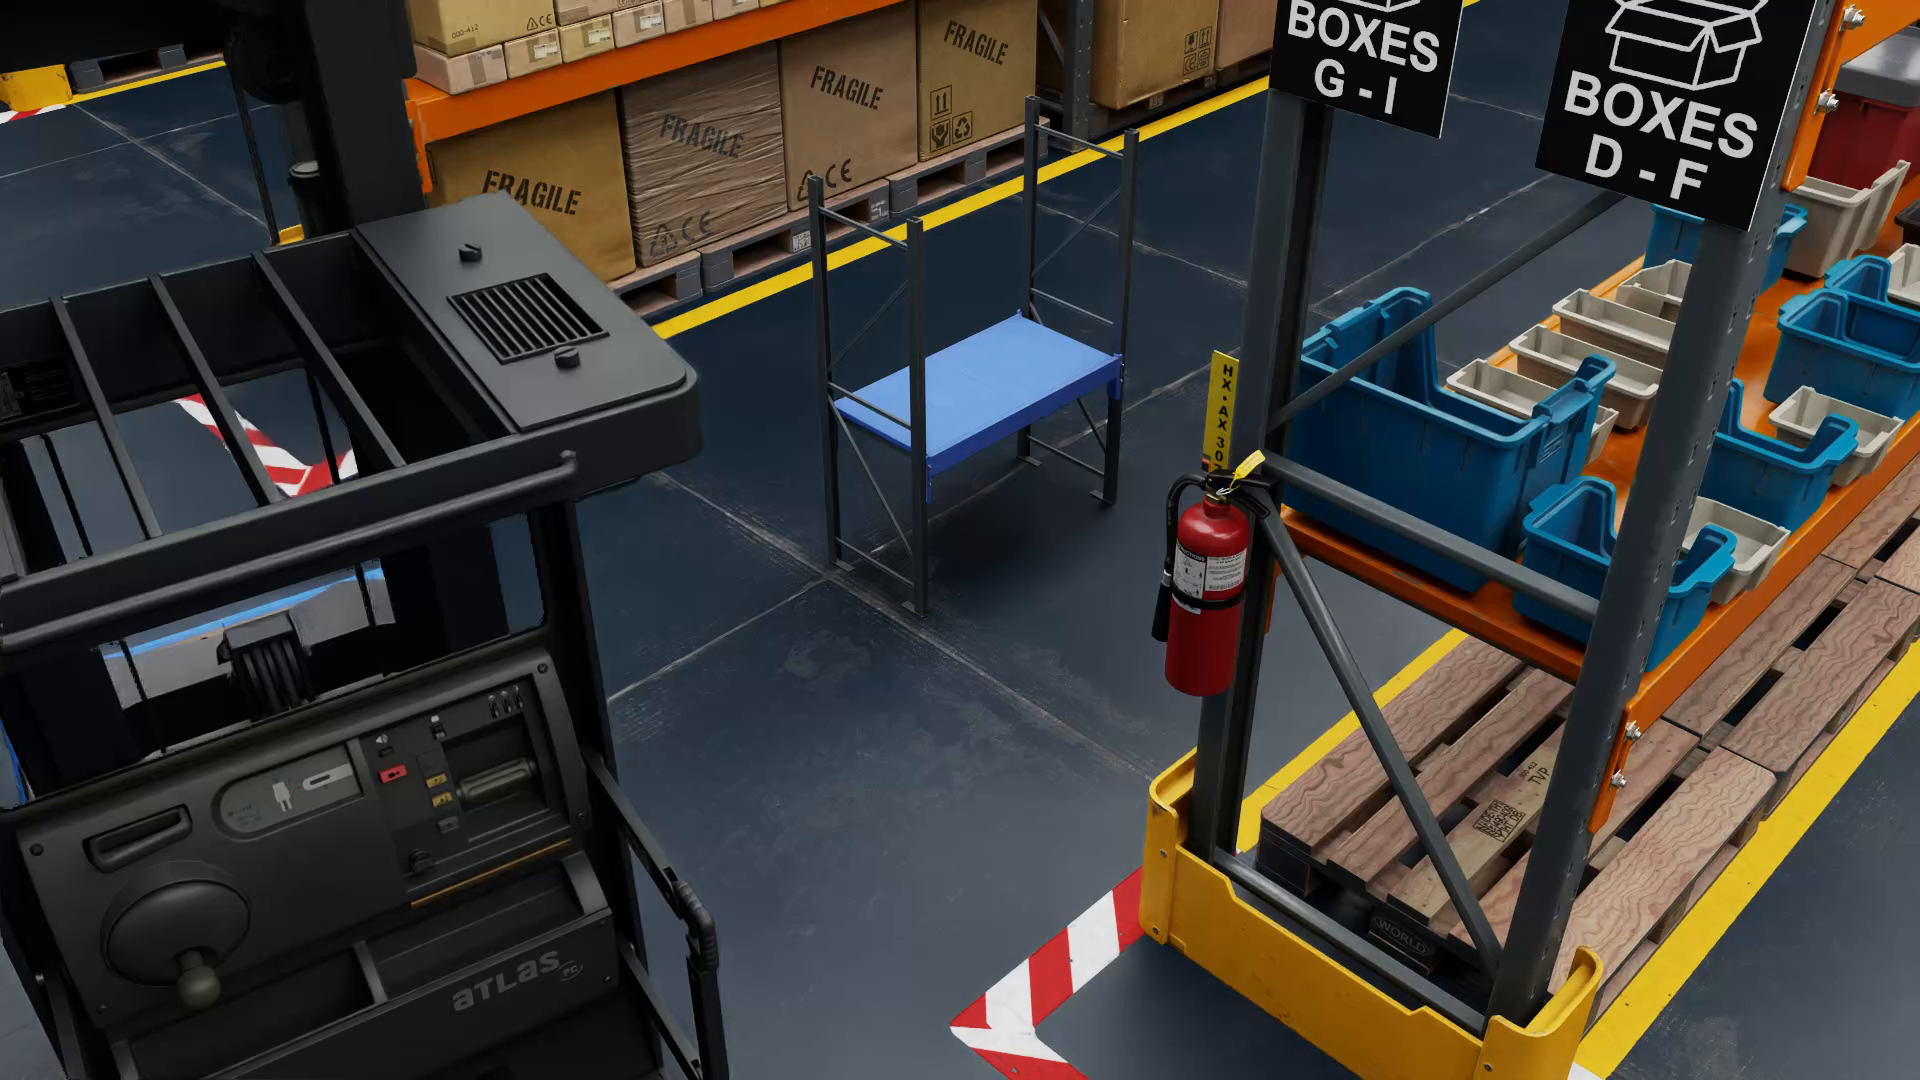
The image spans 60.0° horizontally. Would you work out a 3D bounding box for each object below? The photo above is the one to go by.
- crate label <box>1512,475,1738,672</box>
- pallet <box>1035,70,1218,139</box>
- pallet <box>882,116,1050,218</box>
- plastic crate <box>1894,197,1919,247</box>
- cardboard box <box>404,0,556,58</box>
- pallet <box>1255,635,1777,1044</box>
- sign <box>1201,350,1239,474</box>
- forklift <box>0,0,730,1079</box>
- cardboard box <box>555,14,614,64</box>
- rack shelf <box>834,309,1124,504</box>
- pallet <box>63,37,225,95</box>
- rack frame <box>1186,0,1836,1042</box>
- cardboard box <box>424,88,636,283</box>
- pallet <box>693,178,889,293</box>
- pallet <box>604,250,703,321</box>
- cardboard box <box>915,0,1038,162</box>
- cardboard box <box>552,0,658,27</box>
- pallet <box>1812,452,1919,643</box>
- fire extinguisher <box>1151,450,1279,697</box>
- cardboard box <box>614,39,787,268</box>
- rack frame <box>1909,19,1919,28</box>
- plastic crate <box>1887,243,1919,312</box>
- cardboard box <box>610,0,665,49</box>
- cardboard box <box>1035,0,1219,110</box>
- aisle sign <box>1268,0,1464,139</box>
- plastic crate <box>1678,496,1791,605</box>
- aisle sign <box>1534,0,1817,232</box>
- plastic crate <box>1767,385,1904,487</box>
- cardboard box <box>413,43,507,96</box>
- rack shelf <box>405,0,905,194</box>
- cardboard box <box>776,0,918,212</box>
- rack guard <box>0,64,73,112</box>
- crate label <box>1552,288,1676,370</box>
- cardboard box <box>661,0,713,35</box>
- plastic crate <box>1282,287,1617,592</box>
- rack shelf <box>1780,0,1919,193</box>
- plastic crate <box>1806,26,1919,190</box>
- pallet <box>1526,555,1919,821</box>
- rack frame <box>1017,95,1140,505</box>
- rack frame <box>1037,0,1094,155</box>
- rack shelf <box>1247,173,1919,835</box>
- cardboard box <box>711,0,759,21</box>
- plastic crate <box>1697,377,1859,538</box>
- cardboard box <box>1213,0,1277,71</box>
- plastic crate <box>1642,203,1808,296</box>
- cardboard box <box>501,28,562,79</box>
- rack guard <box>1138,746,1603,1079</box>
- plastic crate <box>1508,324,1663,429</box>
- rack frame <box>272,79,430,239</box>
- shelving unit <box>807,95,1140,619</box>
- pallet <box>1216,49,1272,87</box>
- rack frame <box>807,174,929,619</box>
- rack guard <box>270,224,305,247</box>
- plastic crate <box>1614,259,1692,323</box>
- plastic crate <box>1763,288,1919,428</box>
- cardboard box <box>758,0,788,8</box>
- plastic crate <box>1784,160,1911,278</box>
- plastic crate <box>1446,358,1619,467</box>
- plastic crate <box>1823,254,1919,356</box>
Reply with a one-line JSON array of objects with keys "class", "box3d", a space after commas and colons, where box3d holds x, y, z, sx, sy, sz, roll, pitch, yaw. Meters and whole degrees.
[{"class": "crate label", "box3d": [1.428, 0.075, 3.614, 0.416, 0.233, 0.303, 30, 45, 35]}, {"class": "pallet", "box3d": [0.814, -2.821, 10.111, 1.003, 0.211, 1.213, 30, 45, 35]}, {"class": "pallet", "box3d": [-0.268, -2.200, 9.221, 1.003, 0.211, 1.213, 30, 45, 35]}, {"class": "plastic crate", "box3d": [3.241, -0.974, 5.213, 0.437, 0.125, 0.590, 30, 45, 35]}, {"class": "cardboard box", "box3d": [-1.965, -2.144, 6.573, 0.500, 0.250, 0.500, 28, 44, 34]}, {"class": "pallet", "box3d": [1.629, 0.823, 4.885, 1.003, 0.211, 1.213, 30, 45, 35]}, {"class": "sign", "box3d": [0.619, -0.283, 3.891, 0.100, 0.325, 0.005, 30, 45, 35]}, {"class": "forklift", "box3d": [-1.034, 0.579, 2.857, 1.130, 2.935, 3.031, -20, 40, -26]}, {"class": "cardboard box", "box3d": [-1.650, -2.114, 6.879, 0.380, 0.149, 0.250, 28, 44, 34]}, {"class": "rack shelf", "box3d": [0.060, -0.502, 5.974, 0.538, 0.185, 1.000, 30, 45, 35]}, {"class": "pallet", "box3d": [-5.292, -3.240, 10.712, 1.003, 0.211, 1.213, 30, 45, 35]}, {"class": "rack frame", "box3d": [1.020, -0.001, 3.630, 1.000, 3.000, 0.127, 30, 45, 35]}, {"class": "cardboard box", "box3d": [-2.100, -1.590, 7.398, 0.875, 0.875, 0.875, 30, 45, 35]}, {"class": "pallet", "box3d": [-1.127, -1.703, 8.507, 1.003, 0.211, 1.213, 30, 45, 35]}, {"class": "pallet", "box3d": [-1.987, -1.210, 7.800, 1.003, 0.211, 1.213, 30, 45, 35]}, {"class": "cardboard box", "box3d": [-0.198, -2.686, 8.970, 0.875, 0.875, 0.875, 30, 45, 35]}, {"class": "cardboard box", "box3d": [-1.603, -2.358, 6.880, 0.500, 0.250, 0.500, 29, 44, 35]}, {"class": "pallet", "box3d": [3.348, -0.167, 6.305, 1.003, 0.211, 1.213, 30, 45, 35]}, {"class": "fire extinguisher", "box3d": [0.592, 0.061, 3.933, 0.296, 0.674, 0.183, 30, 45, 35]}, {"class": "cardboard box", "box3d": [-1.459, -1.960, 7.928, 0.875, 0.875, 0.875, 30, 45, 35]}, {"class": "rack frame", "box3d": [3.839, -1.625, 5.958, 1.000, 3.000, 0.127, 30, 45, 35]}, {"class": "plastic crate", "box3d": [2.825, -0.713, 4.829, 0.293, 0.136, 0.466, 30, 45, 35]}, {"class": "cardboard box", "box3d": [-1.467, -2.221, 7.032, 0.380, 0.149, 0.250, 29, 44, 35]}, {"class": "cardboard box", "box3d": [0.760, -3.190, 9.692, 1.225, 0.875, 0.875, 30, 45, 35]}, {"class": "aisle sign", "box3d": [0.762, -1.156, 3.013, 0.394, 0.787, 0.004, 30, 45, 35]}, {"class": "plastic crate", "box3d": [1.713, 0.018, 3.780, 0.250, 0.136, 0.298, 30, 45, 35]}, {"class": "aisle sign", "box3d": [1.180, -0.919, 2.672, 0.394, 0.787, 0.004, 30, 45, 35]}, {"class": "plastic crate", "box3d": [2.191, -0.257, 4.175, 0.250, 0.136, 0.298, 30, 45, 35]}, {"class": "cardboard box", "box3d": [-2.010, -1.906, 6.580, 0.250, 0.149, 0.380, -29, 44, -35]}, {"class": "rack shelf", "box3d": [-1.085, -2.514, 7.862, 1.077, 0.370, 4.000, 30, 45, 35]}, {"class": "cardboard box", "box3d": [-0.832, -2.321, 8.446, 0.875, 0.875, 0.875, 30, 45, 35]}, {"class": "rack guard", "box3d": [-5.890, -3.043, 10.176, 1.175, 0.500, 0.348, 30, 45, 35]}, {"class": "crate label", "box3d": [1.860, -0.556, 4.604, 0.396, 0.136, 0.243, 30, 45, 35]}, {"class": "cardboard box", "box3d": [-1.288, -2.323, 7.179, 0.380, 0.149, 0.250, 29, 44, 34]}, {"class": "plastic crate", "box3d": [1.124, -0.252, 3.905, 0.616, 0.435, 0.499, 30, 45, 35]}, {"class": "rack shelf", "box3d": [2.429, -1.748, 4.142, 1.077, 0.370, 4.000, 30, 45, 35]}, {"class": "plastic crate", "box3d": [3.032, -1.415, 5.548, 0.402, 0.464, 0.583, 30, 45, 35]}, {"class": "pallet", "box3d": [2.488, 0.330, 5.592, 1.003, 0.211, 1.213, 30, 45, 35]}, {"class": "rack frame", "box3d": [0.418, -0.856, 6.167, 0.500, 1.500, 0.032, 30, 45, 35]}, {"class": "rack frame", "box3d": [0.324, -3.621, 8.820, 1.000, 3.000, 0.127, 30, 45, 35]}, {"class": "rack shelf", "box3d": [2.429, -0.518, 5.000, 1.077, 0.370, 4.000, 30, 45, 35]}, {"class": "cardboard box", "box3d": [-1.106, -2.428, 7.330, 0.380, 0.149, 0.250, 29, 44, 35]}, {"class": "plastic crate", "box3d": [1.892, -0.192, 3.997, 0.416, 0.233, 0.300, 30, 45, 35]}, {"class": "cardboard box", "box3d": [1.389, -3.553, 10.213, 1.225, 0.875, 0.875, 28, 44, 34]}, {"class": "plastic crate", "box3d": [2.285, -0.894, 5.004, 0.416, 0.233, 0.300, 30, 45, 35]}, {"class": "cardboard box", "box3d": [-1.830, -2.010, 6.730, 0.380, 0.149, 0.250, 29, 44, 35]}, {"class": "rack guard", "box3d": [1.013, 1.039, 4.323, 1.175, 0.500, 0.348, 30, 45, 35]}, {"class": "plastic crate", "box3d": [1.681, -0.434, 4.428, 0.396, 0.136, 0.243, 30, 45, 35]}, {"class": "rack frame", "box3d": [-2.495, -1.998, 6.492, 1.000, 3.000, 0.127, 30, 45, 35]}, {"class": "shelving unit", "box3d": [0.060, -0.650, 5.871, 0.538, 1.500, 1.048, 30, 45, 35]}, {"class": "pallet", "box3d": [1.674, -3.319, 10.824, 1.003, 0.211, 1.213, 30, 45, 35]}, {"class": "rack frame", "box3d": [-0.298, -0.443, 5.575, 0.500, 1.500, 0.032, 30, 45, 35]}, {"class": "rack guard", "box3d": [-2.511, -0.962, 7.193, 1.175, 0.500, 0.348, 30, 45, 35]}, {"class": "plastic crate", "box3d": [2.055, -0.684, 4.787, 0.298, 0.136, 0.250, 30, 45, 35]}, {"class": "plastic crate", "box3d": [2.356, -0.459, 4.380, 0.416, 0.233, 0.300, 30, 45, 35]}, {"class": "cardboard box", "box3d": [-0.927, -2.531, 7.476, 0.380, 0.149, 0.250, 28, 44, 34]}, {"class": "plastic crate", "box3d": [2.632, -1.055, 5.192, 0.437, 0.282, 0.530, 30, 45, 35]}, {"class": "plastic crate", "box3d": [1.466, -0.322, 4.267, 0.396, 0.136, 0.243, 30, 45, 35]}, {"class": "plastic crate", "box3d": [2.567, -0.581, 4.555, 0.416, 0.233, 0.300, 30, 45, 35]}]
